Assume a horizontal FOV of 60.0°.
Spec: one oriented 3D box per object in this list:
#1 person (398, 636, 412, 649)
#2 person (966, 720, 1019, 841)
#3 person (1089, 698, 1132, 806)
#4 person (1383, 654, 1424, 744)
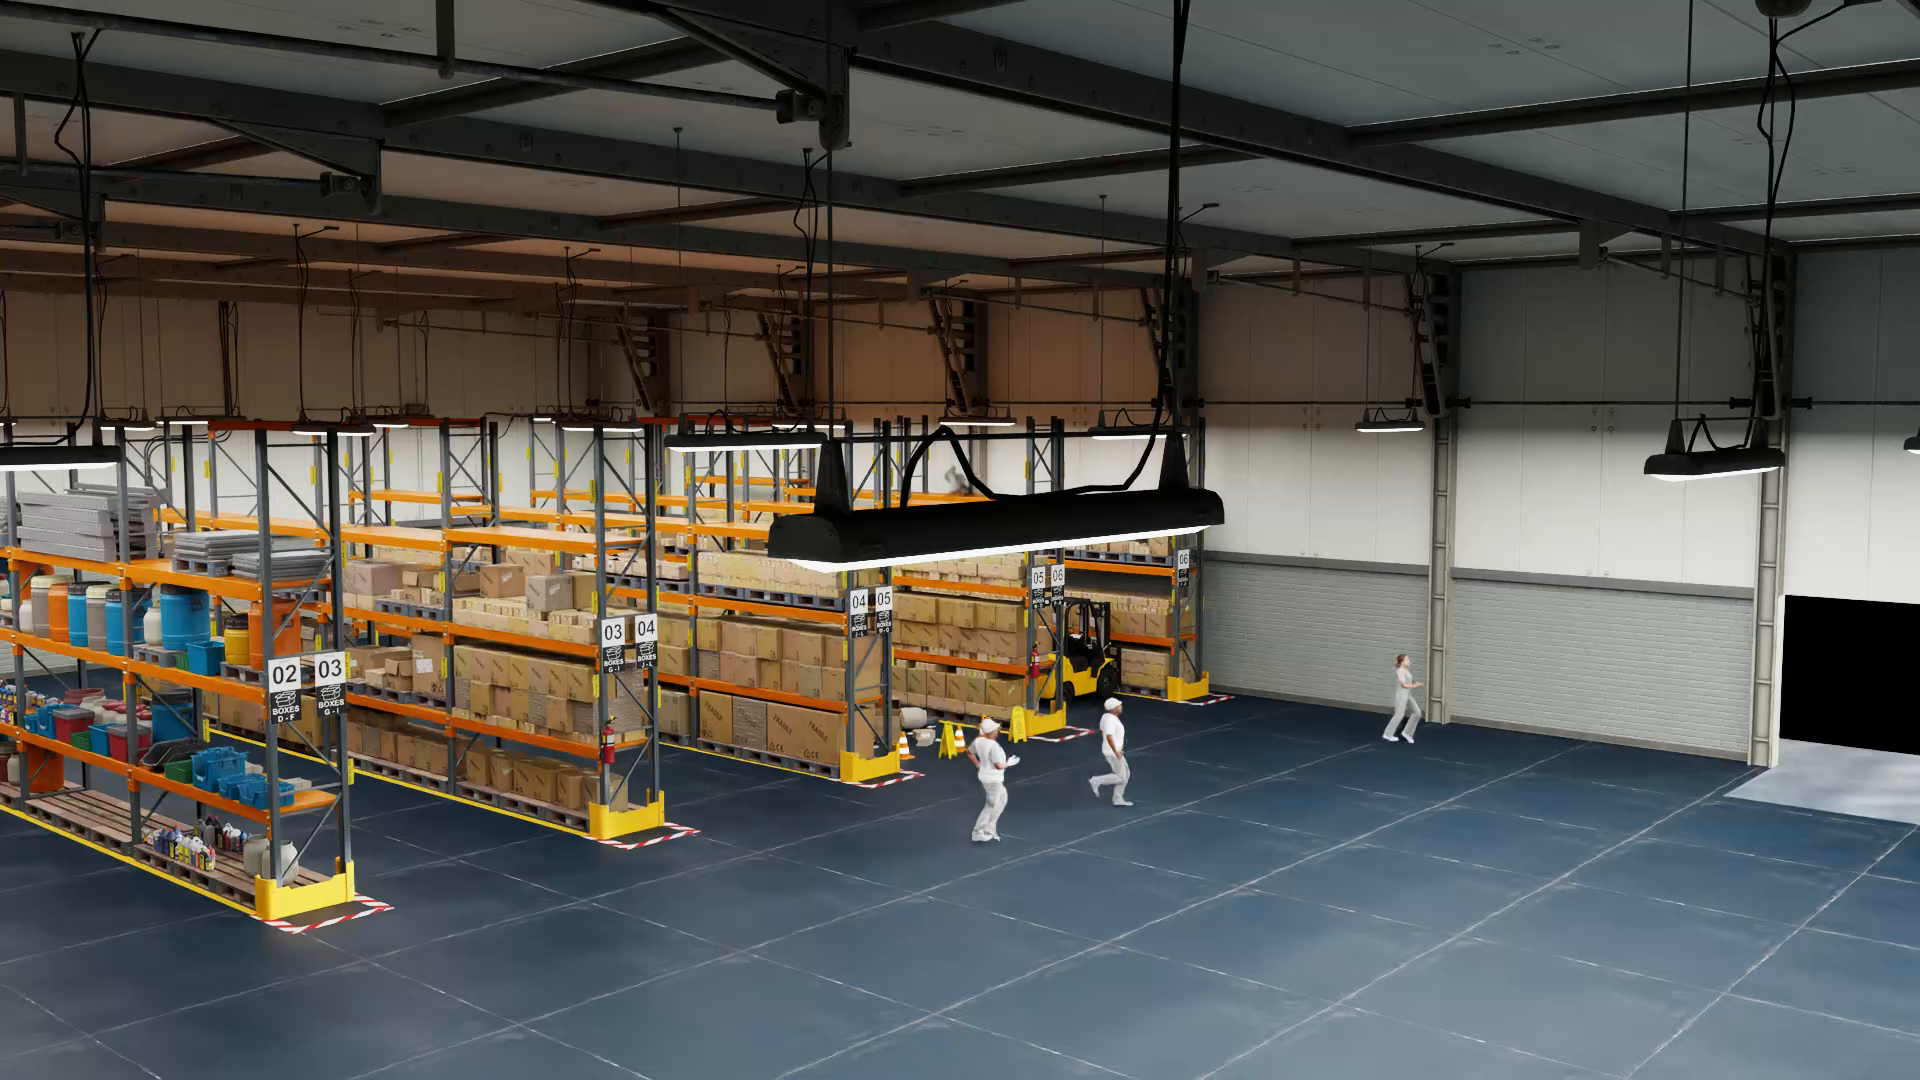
[{"bbox_3d":[-13.381,2.159,40.115,0.471,1.681,0.817,0,5,-4],"label":"person"},{"bbox_3d":[0.486,3.464,23.862,0.693,1.806,0.660,-2,5,-18],"label":"person"},{"bbox_3d":[2.353,3.323,26.050,0.702,1.713,0.701,0,5,-2],"label":"person"},{"bbox_3d":[8.210,2.947,30.766,0.721,1.713,0.547,3,6,31],"label":"person"}]
